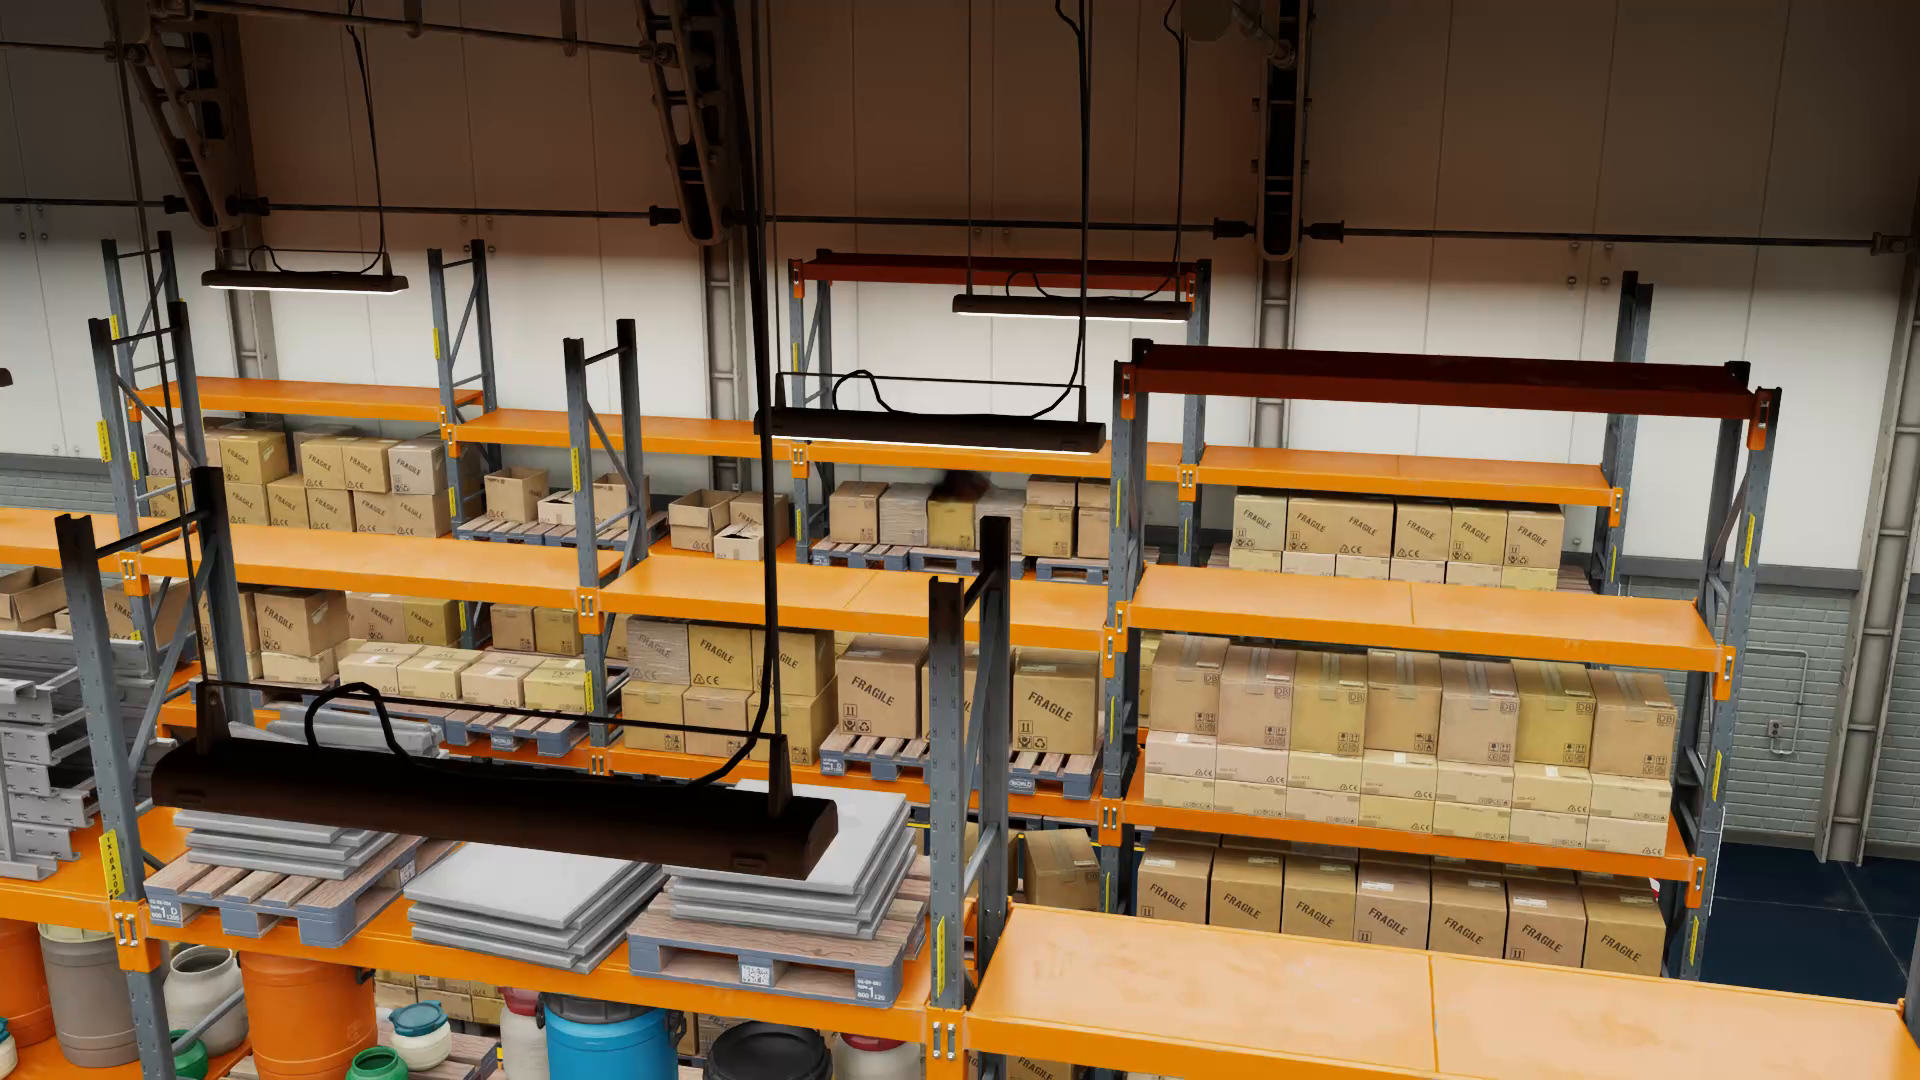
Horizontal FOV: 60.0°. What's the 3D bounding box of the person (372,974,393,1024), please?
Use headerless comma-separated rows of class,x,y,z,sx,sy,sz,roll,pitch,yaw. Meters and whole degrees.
person,-4.259,3.876,12.126,0.484,1.675,0.381,-4,17,-13
